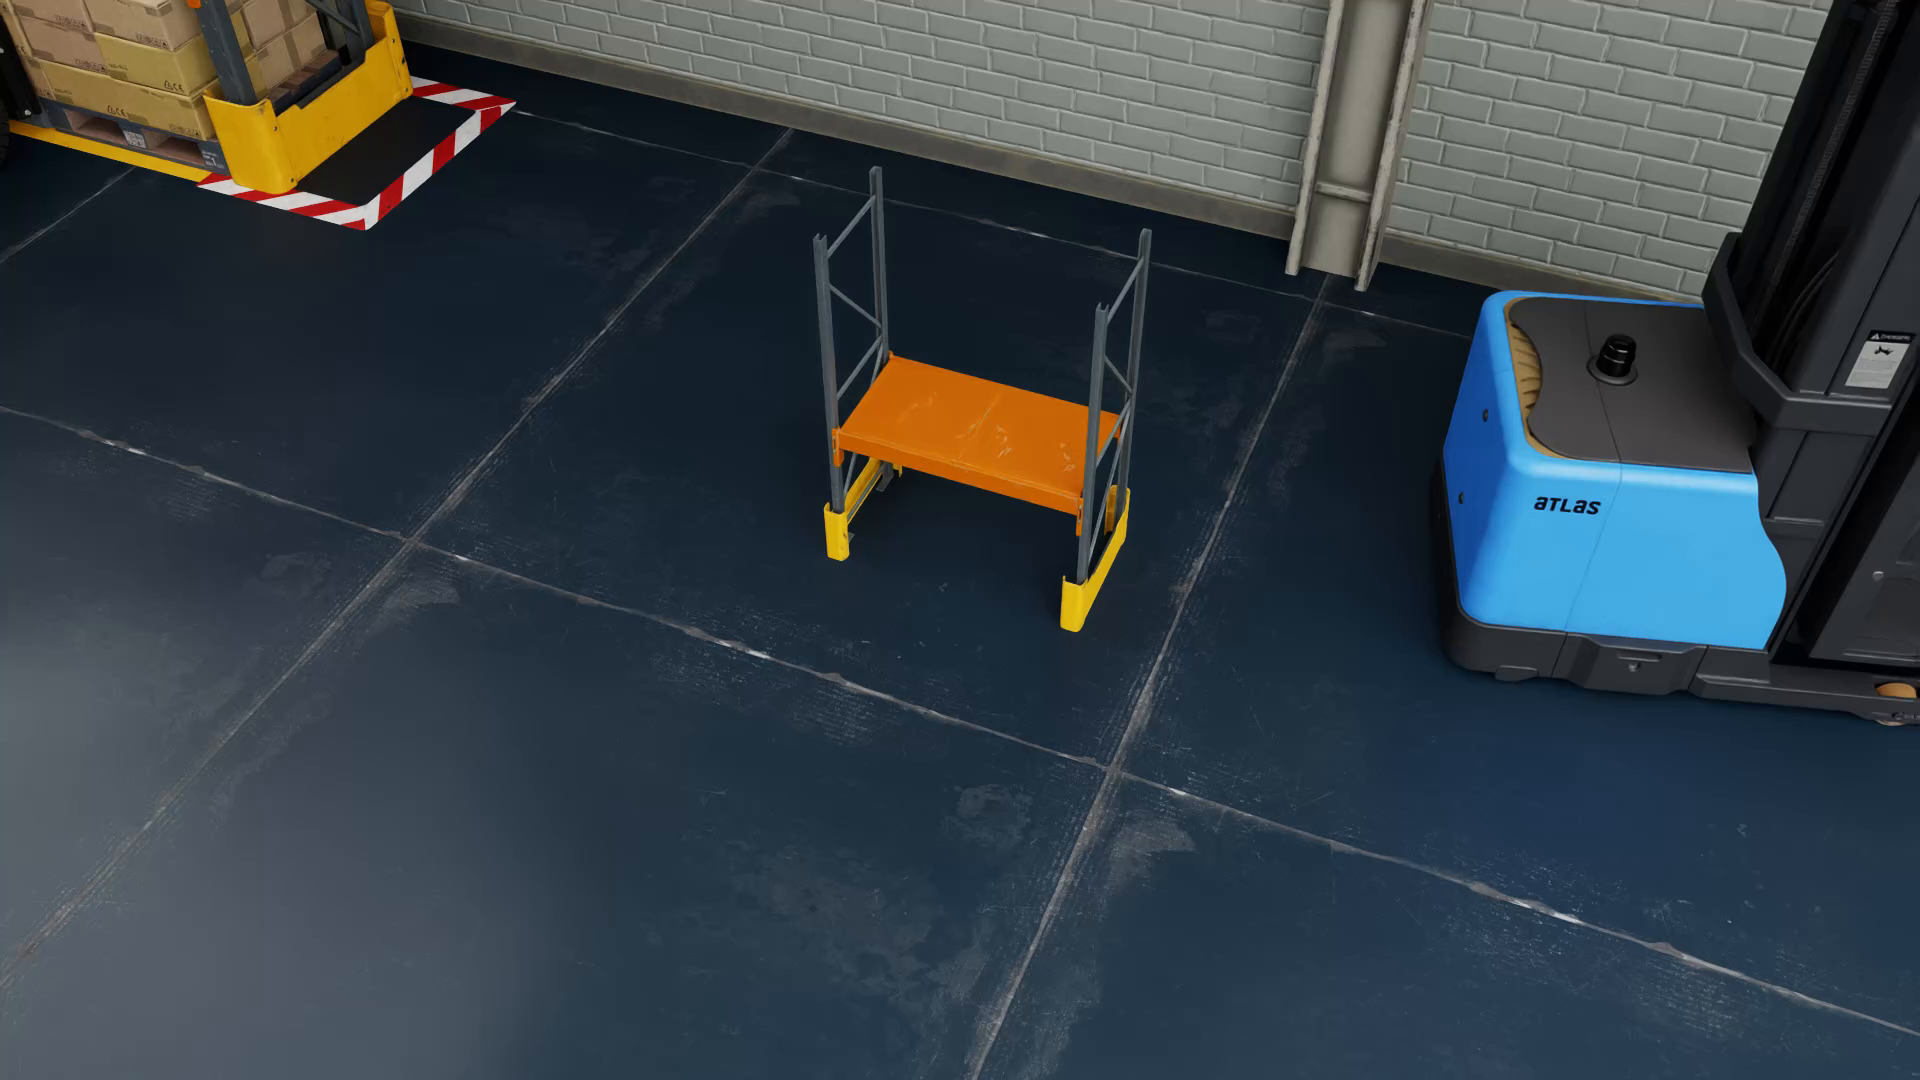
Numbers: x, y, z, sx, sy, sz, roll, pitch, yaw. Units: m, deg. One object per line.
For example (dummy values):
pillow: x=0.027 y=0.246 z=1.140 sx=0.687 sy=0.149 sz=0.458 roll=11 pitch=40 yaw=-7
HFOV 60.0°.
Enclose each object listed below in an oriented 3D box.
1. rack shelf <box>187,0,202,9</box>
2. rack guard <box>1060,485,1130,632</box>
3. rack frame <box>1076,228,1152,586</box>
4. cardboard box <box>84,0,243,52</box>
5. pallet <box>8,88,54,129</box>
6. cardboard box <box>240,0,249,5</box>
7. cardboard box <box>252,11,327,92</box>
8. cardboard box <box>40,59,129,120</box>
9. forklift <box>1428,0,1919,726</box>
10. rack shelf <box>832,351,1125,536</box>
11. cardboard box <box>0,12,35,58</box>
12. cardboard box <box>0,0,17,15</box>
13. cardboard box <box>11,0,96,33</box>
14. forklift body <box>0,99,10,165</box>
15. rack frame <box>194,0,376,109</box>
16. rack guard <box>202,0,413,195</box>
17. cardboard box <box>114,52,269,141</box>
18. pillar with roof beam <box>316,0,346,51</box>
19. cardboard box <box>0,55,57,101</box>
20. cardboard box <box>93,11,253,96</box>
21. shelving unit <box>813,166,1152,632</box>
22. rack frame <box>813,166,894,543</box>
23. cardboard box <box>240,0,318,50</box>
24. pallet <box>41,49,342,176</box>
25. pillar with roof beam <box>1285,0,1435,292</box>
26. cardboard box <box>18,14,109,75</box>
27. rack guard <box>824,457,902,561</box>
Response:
rack shelf: x=-5.275 y=-3.543 z=8.695 sx=4.000 sy=0.370 sz=1.077 roll=16 pitch=47 yaw=16
rack guard: x=0.530 y=0.067 z=6.505 sx=0.087 sy=0.250 sz=0.587 roll=16 pitch=47 yaw=16
rack frame: x=0.548 y=-0.370 z=6.059 sx=0.032 sy=1.500 sz=0.500 roll=16 pitch=47 yaw=16
cardboard box: x=-3.974 y=-2.706 z=8.286 sx=0.500 sy=0.250 sz=0.500 roll=18 pitch=48 yaw=17
pallet: x=-5.273 y=-2.779 z=9.394 sx=1.213 sy=0.211 sz=1.003 roll=16 pitch=47 yaw=16
cardboard box: x=-3.800 y=-3.038 z=8.619 sx=0.500 sy=0.250 sz=0.500 roll=16 pitch=47 yaw=15
cardboard box: x=-3.807 y=-2.690 z=8.979 sx=0.500 sy=0.250 sz=0.500 roll=17 pitch=47 yaw=16
cardboard box: x=-4.440 y=-2.492 z=8.780 sx=0.500 sy=0.250 sz=0.500 roll=16 pitch=47 yaw=16
forklift: x=3.372 y=-0.745 z=5.421 sx=3.031 sy=2.935 sz=1.130 roll=5 pitch=45 yaw=5
rack shelf: x=0.079 y=-0.381 z=6.325 sx=1.000 sy=0.185 sz=0.538 roll=16 pitch=47 yaw=16
cardboard box: x=-4.942 y=-2.805 z=8.740 sx=0.500 sy=0.250 sz=0.500 roll=15 pitch=47 yaw=15
cardboard box: x=-4.917 y=-2.971 z=8.552 sx=0.500 sy=0.250 sz=0.500 roll=17 pitch=47 yaw=16
cardboard box: x=-4.448 y=-2.841 z=8.421 sx=0.500 sy=0.250 sz=0.500 roll=17 pitch=47 yaw=17
forklift body: x=-5.882 y=-2.282 z=7.518 sx=1.214 sy=2.155 sz=2.313 roll=16 pitch=47 yaw=16
rack frame: x=-3.429 y=-3.255 z=7.895 sx=0.127 sy=3.000 sz=1.000 roll=16 pitch=47 yaw=16
rack guard: x=-3.407 y=-2.363 z=8.770 sx=0.348 sy=0.500 sz=1.175 roll=16 pitch=47 yaw=16
cardboard box: x=-3.985 y=-2.351 z=8.638 sx=0.500 sy=0.250 sz=0.500 roll=17 pitch=47 yaw=16
pillar with roof beam: x=-5.382 y=-3.355 z=3.742 sx=0.400 sy=9.000 sz=9.100 roll=16 pitch=47 yaw=16
cardboard box: x=-4.898 y=-2.634 z=8.923 sx=0.500 sy=0.250 sz=0.500 roll=17 pitch=47 yaw=16
cardboard box: x=-3.999 y=-2.535 z=8.469 sx=0.500 sy=0.250 sz=0.500 roll=16 pitch=47 yaw=15
shelving unit: x=0.070 y=-0.511 z=6.200 sx=1.083 sy=1.500 sz=0.587 roll=16 pitch=47 yaw=16
rack frame: x=-0.390 y=-0.647 z=6.336 sx=0.032 sy=1.500 sz=0.500 roll=16 pitch=47 yaw=16
cardboard box: x=-3.783 y=-2.869 z=8.805 sx=0.500 sy=0.250 sz=0.500 roll=17 pitch=47 yaw=17
pallet: x=-4.151 y=-2.447 z=9.060 sx=1.213 sy=0.211 sz=1.003 roll=16 pitch=47 yaw=16
pillar with roof beam: x=0.155 y=-1.726 z=2.105 sx=0.400 sy=9.000 sz=9.100 roll=16 pitch=47 yaw=16
cardboard box: x=-4.458 y=-2.678 z=8.613 sx=0.500 sy=0.250 sz=0.500 roll=16 pitch=47 yaw=15
rack guard: x=-0.389 y=-0.203 z=6.777 sx=0.087 sy=0.250 sz=0.587 roll=16 pitch=47 yaw=16
